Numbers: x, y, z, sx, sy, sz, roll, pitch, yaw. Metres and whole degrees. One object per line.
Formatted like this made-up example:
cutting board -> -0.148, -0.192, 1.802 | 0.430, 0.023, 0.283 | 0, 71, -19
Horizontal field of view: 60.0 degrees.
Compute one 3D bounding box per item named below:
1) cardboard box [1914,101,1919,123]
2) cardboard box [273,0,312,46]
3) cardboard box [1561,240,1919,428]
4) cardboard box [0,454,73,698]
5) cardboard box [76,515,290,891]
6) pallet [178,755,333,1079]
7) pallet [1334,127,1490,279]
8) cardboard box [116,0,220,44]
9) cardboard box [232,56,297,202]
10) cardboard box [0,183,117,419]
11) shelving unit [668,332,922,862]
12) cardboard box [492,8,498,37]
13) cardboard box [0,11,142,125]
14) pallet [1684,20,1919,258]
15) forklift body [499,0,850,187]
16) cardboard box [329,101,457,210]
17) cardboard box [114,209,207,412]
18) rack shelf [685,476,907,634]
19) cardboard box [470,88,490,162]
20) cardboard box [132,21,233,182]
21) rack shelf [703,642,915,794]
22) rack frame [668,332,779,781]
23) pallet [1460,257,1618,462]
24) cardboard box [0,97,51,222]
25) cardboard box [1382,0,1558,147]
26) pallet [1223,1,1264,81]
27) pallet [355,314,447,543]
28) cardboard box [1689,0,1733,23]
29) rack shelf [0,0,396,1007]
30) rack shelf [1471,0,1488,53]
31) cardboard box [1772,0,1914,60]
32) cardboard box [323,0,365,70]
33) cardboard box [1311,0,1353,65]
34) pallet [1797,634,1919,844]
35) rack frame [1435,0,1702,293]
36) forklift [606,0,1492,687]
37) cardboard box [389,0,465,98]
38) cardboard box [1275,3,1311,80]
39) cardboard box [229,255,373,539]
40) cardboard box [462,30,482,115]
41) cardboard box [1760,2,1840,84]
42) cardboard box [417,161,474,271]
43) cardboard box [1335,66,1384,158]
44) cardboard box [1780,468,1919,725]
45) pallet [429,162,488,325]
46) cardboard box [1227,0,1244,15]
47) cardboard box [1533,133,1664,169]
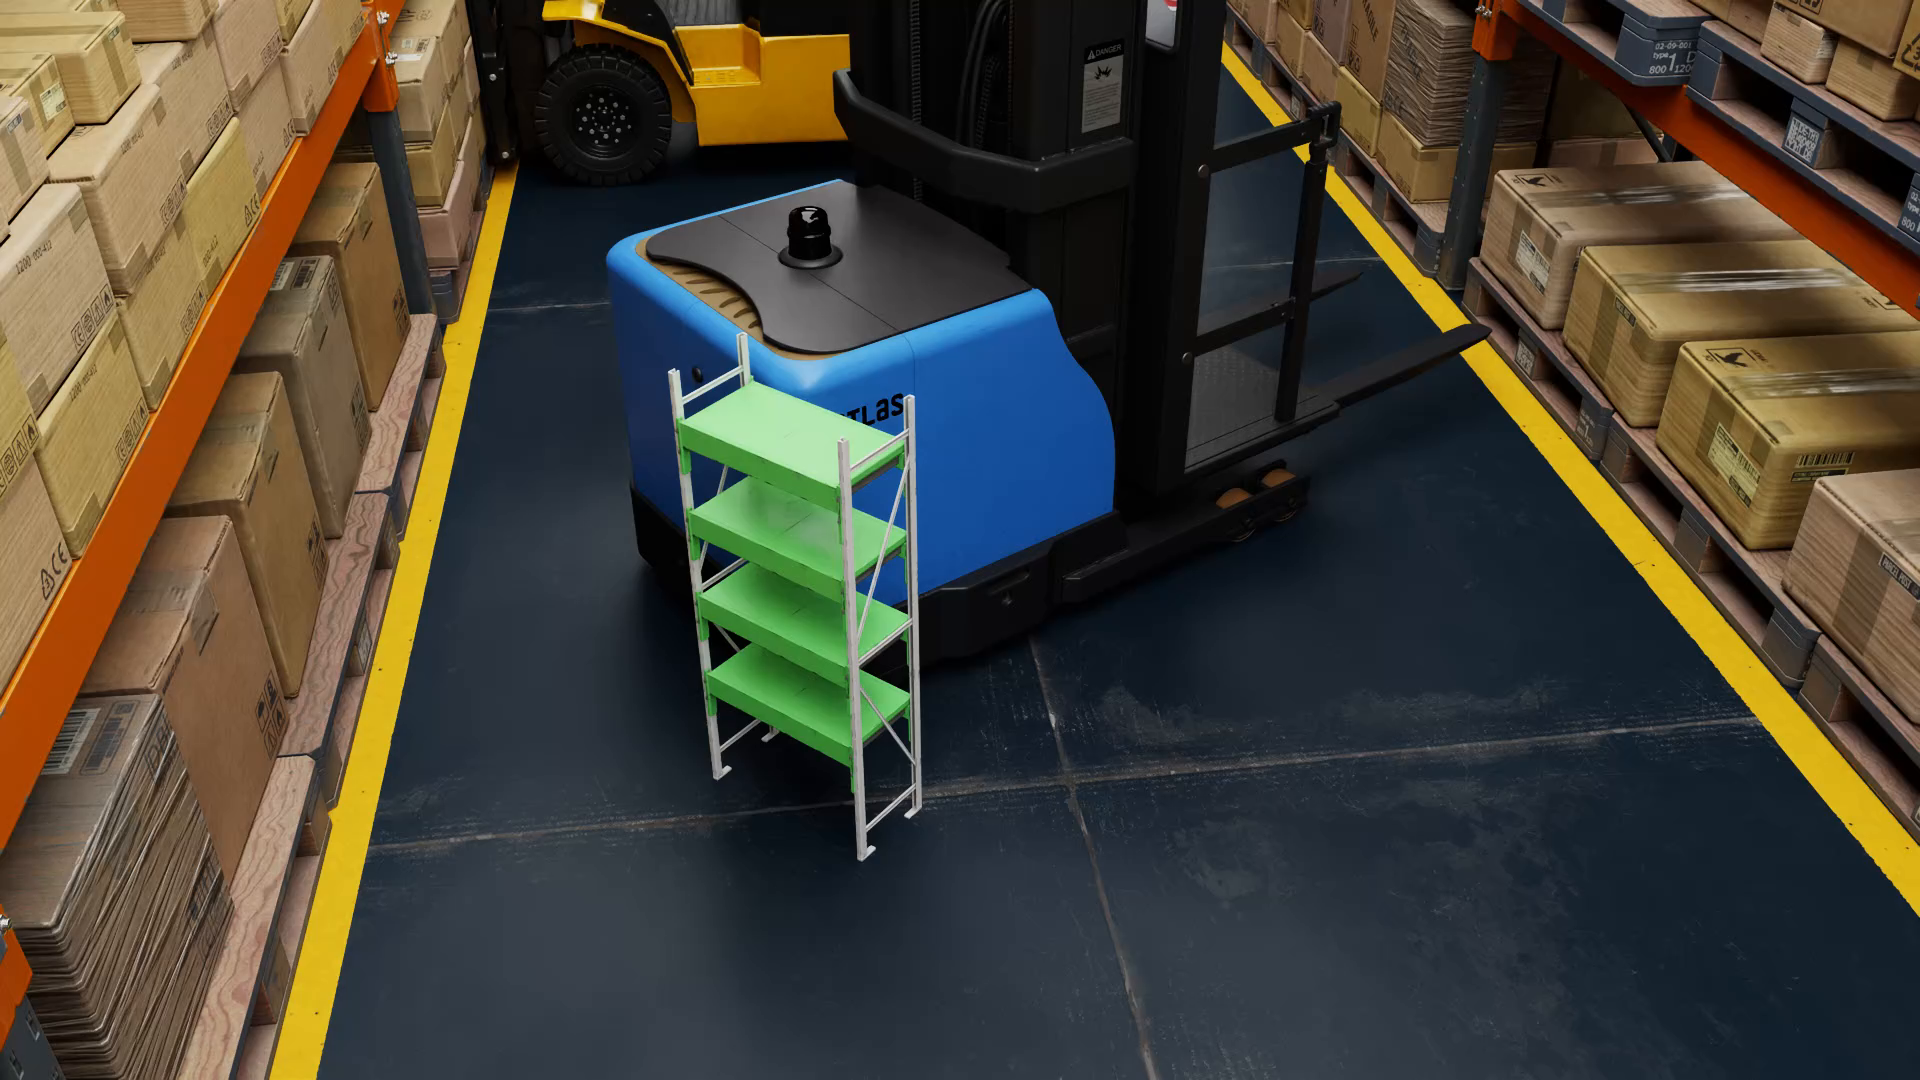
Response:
cardboard box -> 2.539, -1.036, 3.957 | 0.380, 0.149, 0.250 | -4, 34, -6
cardboard box -> -2.072, -1.535, 4.527 | 0.500, 0.250, 0.500 | -5, 35, -8
cardboard box -> 2.624, -0.703, 5.579 | 0.950, 0.372, 0.625 | -2, 34, -3
cardboard box -> -1.747, 0.097, 2.577 | 0.500, 0.250, 0.500 | -4, 35, -6
cardboard box -> -2.096, 0.396, 3.742 | 0.875, 0.625, 0.625 | -3, 34, -5
pallet -> -2.002, 0.991, 3.608 | 1.003, 0.211, 1.213 | -4, 35, -6
pallet -> 2.325, -1.529, 7.306 | 1.003, 0.211, 1.213 | -4, 35, -6
cardboard box -> -1.888, -1.214, 3.703 | 0.380, 0.149, 0.250 | -5, 35, -8
cardboard box -> -2.031, -1.048, 4.258 | 0.500, 0.250, 0.500 | -4, 34, -6
cardboard box -> -1.813, -0.389, 2.847 | 0.500, 0.250, 0.500 | -3, 34, -5
shelving unit -> -0.370, 0.157, 3.954 | 0.503, 1.200, 0.258 | 23, 40, 30
cardboard box -> -2.483, -2.592, 8.015 | 0.500, 0.250, 0.500 | -5, 35, -7
cardboard box -> -1.865, -0.928, 3.283 | 0.380, 0.149, 0.250 | -4, 34, -5
pallet -> 2.682, -1.099, 4.370 | 1.003, 0.211, 1.213 | -4, 35, -6
forklift body -> -0.943, -2.892, 7.584 | 2.313, 2.155, 1.214 | -4, 35, -6
cardboard box -> -2.227, -1.468, 6.366 | 0.500, 0.250, 0.500 | -5, 35, -7
cardboard box -> -1.886, -0.471, 3.411 | 0.500, 0.250, 0.500 | -5, 35, -8
rack shelf -> -0.370, 0.011, 3.855 | 0.480, 0.148, 0.258 | 23, 40, 30
cardboard box -> -2.373, -1.831, 7.342 | 0.500, 0.250, 0.500 | -4, 34, -6
cardboard box -> -1.960, -0.966, 3.693 | 0.500, 0.250, 0.500 | -4, 34, -6
rack shelf -> -0.370, 0.408, 4.125 | 0.480, 0.148, 0.258 | 23, 40, 30
rack frame -> -0.566, 0.075, 4.075 | 0.015, 1.200, 0.240 | 23, 40, 30
pallet -> 2.557, -0.722, 6.123 | 1.003, 0.211, 1.213 | -4, 35, -6
cardboard box -> -1.825, -0.644, 2.866 | 0.380, 0.149, 0.250 | -4, 34, -6
cardboard box -> 2.105, -1.966, 6.874 | 0.500, 0.500, 0.500 | -5, 35, -7
pallet -> 1.997, -2.890, 9.304 | 1.003, 0.211, 1.213 | -4, 35, -6
pallet -> -2.330, -0.371, 5.606 | 1.003, 0.211, 1.213 | -4, 35, -6
cardboard box -> 2.344, -1.607, 4.795 | 0.380, 0.149, 0.250 | -4, 34, -6
rack shelf -> -2.199, -0.518, 3.985 | 1.077, 0.370, 4.000 | -4, 35, -6
rack shelf -> 2.182, -3.128, 7.815 | 1.077, 0.370, 4.000 | -4, 35, -6
cardboard box -> 2.430, -1.521, 4.093 | 0.500, 0.500, 0.500 | -6, 35, -8
cardboard box -> -2.141, -1.608, 5.079 | 0.500, 0.250, 0.500 | -4, 34, -5
cardboard box -> 1.965, -2.534, 7.708 | 0.500, 0.500, 0.500 | -3, 34, -4
pallet -> 2.885, 0.639, 4.125 | 1.003, 0.211, 1.213 | -4, 35, -6
rack frame -> 2.451, -2.309, 5.975 | 1.000, 3.000, 0.127 | -4, 35, -6
forklift -> 0.499, -1.421, 4.733 | 3.031, 2.935, 1.130 | -23, 40, -30
cardboard box -> -2.280, -1.961, 6.645 | 0.500, 0.250, 0.500 | -4, 35, -6
cardboard box -> 1.894, -2.518, 8.351 | 0.500, 0.250, 0.500 | -2, 34, -3
cardboard box -> -2.290, -0.399, 4.908 | 0.875, 0.625, 0.625 | -5, 35, -7
cardboard box -> -2.353, -2.031, 7.191 | 0.500, 0.250, 0.500 | -5, 35, -7
cardboard box -> 2.359, -1.317, 4.369 | 0.380, 0.149, 0.250 | -3, 34, -5
cardboard box -> -2.205, -1.263, 6.509 | 0.500, 0.250, 0.500 | -4, 34, -6
cardboard box -> 2.023, -1.952, 7.520 | 0.500, 0.250, 0.500 | -5, 35, -8
cardboard box -> 2.815, 0.108, 4.388 | 0.950, 0.372, 0.625 | -5, 35, -7
pallet -> -2.533, -1.226, 6.861 | 1.003, 0.211, 1.213 | -4, 35, -6
cardboard box -> 1.747, -3.107, 9.215 | 0.500, 0.250, 0.500 | -5, 35, -7
cardboard box -> 2.639, -1.696, 7.144 | 0.500, 0.250, 0.500 | -6, 35, -9
